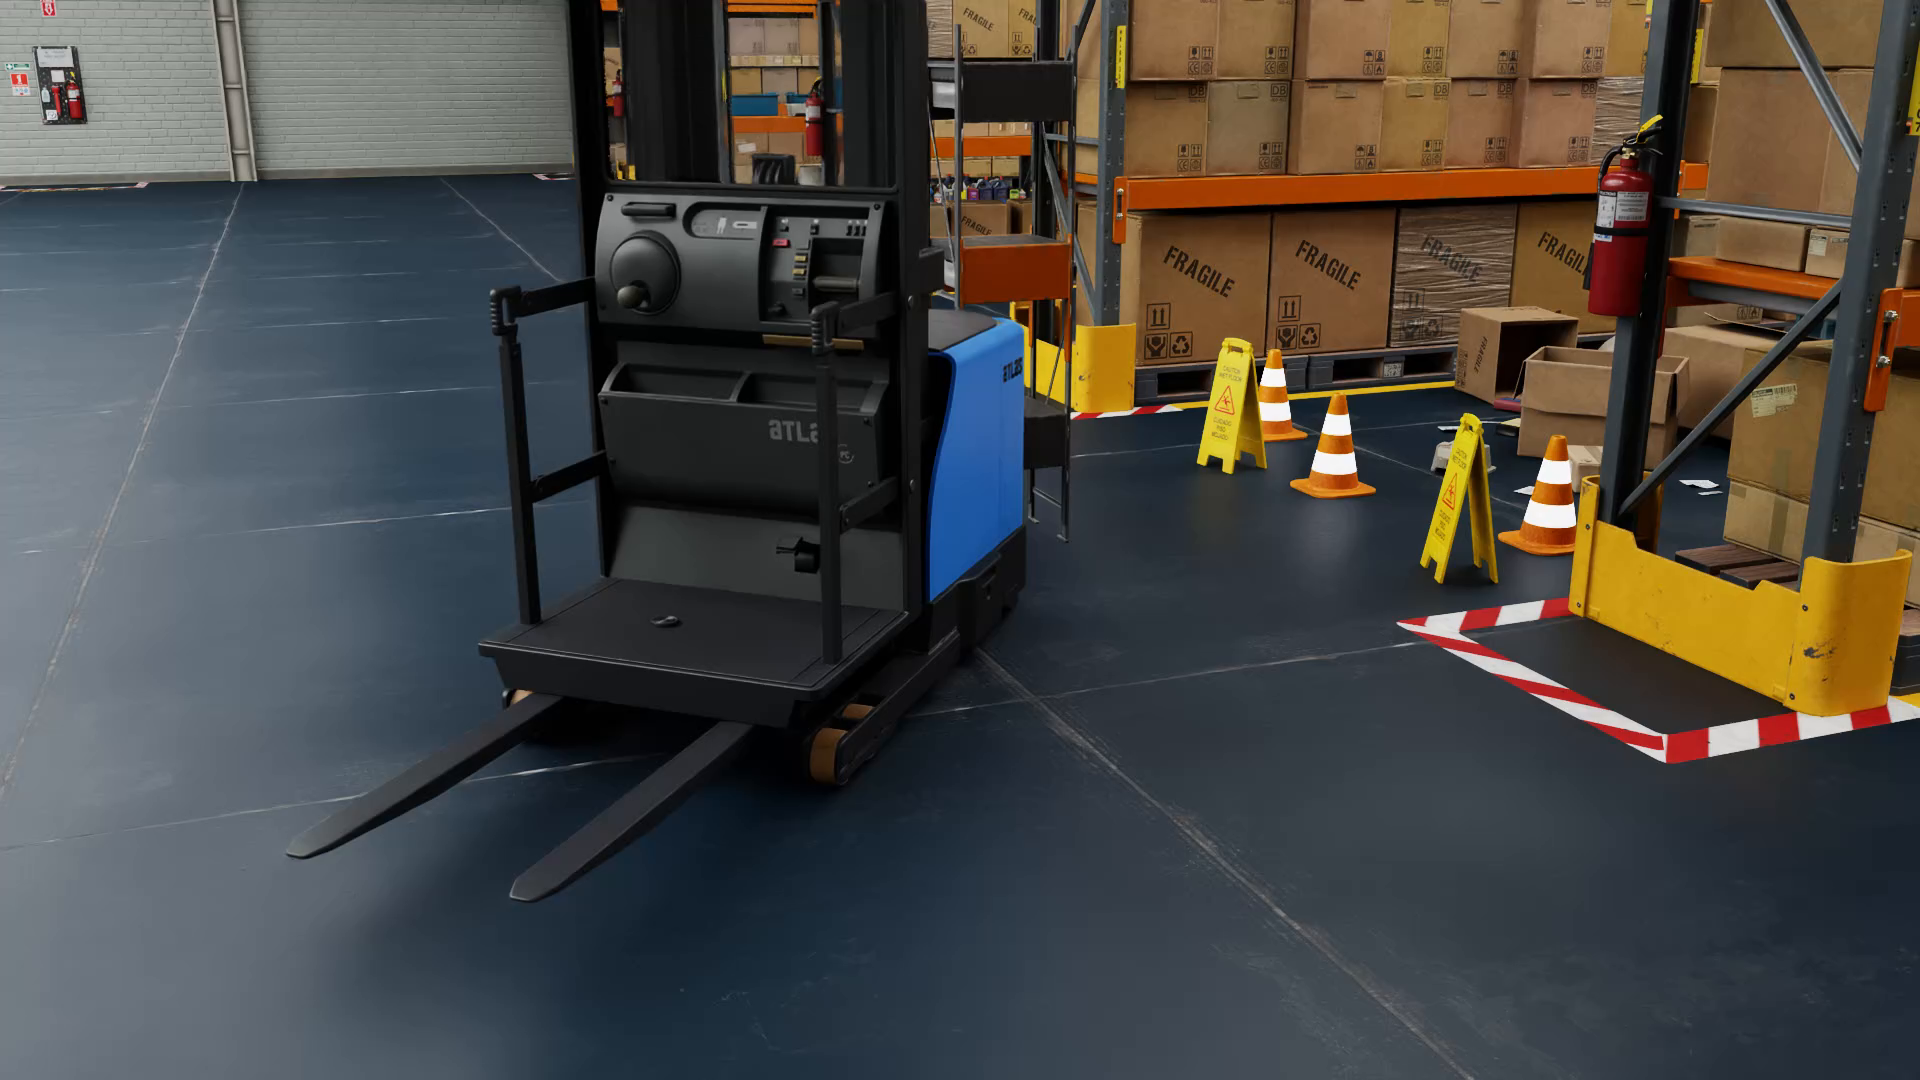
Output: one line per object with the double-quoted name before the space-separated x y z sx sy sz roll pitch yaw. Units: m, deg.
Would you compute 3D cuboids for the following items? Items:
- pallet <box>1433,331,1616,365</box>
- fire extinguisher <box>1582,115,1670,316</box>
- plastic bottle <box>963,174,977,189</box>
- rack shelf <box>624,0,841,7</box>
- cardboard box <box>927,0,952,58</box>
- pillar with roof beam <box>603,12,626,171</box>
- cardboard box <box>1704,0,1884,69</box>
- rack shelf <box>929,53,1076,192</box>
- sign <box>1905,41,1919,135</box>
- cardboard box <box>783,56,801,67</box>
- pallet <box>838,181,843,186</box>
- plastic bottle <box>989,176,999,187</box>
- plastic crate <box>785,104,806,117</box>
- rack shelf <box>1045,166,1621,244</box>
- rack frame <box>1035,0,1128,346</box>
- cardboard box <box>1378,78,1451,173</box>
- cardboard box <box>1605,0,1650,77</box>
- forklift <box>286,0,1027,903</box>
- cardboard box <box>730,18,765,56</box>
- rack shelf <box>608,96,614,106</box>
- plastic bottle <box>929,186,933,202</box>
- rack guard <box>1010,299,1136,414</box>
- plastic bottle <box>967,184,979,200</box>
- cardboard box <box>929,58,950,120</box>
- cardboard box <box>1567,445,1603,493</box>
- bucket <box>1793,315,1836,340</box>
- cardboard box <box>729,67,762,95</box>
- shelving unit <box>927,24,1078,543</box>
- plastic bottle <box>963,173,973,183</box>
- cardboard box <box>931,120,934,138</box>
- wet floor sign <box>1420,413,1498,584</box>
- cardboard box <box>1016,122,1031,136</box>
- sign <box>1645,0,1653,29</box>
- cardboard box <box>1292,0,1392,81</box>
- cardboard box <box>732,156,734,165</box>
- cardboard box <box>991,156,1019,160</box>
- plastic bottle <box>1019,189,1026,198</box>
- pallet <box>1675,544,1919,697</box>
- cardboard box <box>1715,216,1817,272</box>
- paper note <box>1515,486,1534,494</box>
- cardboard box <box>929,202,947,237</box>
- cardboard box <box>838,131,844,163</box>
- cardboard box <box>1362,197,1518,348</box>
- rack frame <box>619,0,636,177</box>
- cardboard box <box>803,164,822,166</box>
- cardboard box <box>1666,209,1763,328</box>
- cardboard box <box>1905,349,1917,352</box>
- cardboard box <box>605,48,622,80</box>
"pallet" 3.683 -1.344 11.301 1.213 0.211 1.003 -6 17 -20
"fire extinguisher" 2.280 -1.115 5.710 0.183 0.674 0.296 -6 17 -20
"plastic bottle" 0.117 -4.287 20.292 0.185 0.351 0.144 -6 17 -20
"rack shelf" -2.668 -7.553 23.447 4.000 0.370 1.077 -6 17 -20
"cardboard box" -0.384 -4.304 13.952 0.500 0.500 0.500 -6 17 -20
"pillar with roof beam" -4.427 -9.604 23.831 0.400 9.000 9.100 -6 17 -20
"cardboard box" 2.950 -1.822 5.500 0.500 0.500 0.700 -7 18 -21
"rack shelf" 0.155 -1.683 6.666 0.480 0.518 0.431 -6 17 -20
"sign" 2.746 -1.315 4.718 0.005 0.325 0.100 -6 17 -20
"cardboard box" -2.411 -6.780 23.536 0.250 0.149 0.380 -6 17 -18
"pallet" -1.558 -5.253 24.612 1.213 0.211 1.003 -6 17 -20
"plastic bottle" 0.418 -4.194 19.977 0.185 0.351 0.144 -6 17 -20
"plastic crate" -1.816 -4.832 18.698 0.250 0.136 0.298 -6 17 -20
"rack shelf" 2.553 -2.191 10.514 4.000 0.370 1.077 -6 17 -20
"rack frame" 0.686 -2.335 9.726 0.127 3.000 1.000 -6 17 -20
"cardboard box" 2.570 -2.605 10.380 0.500 0.550 0.875 -6 17 -20
"cardboard box" 4.064 -3.300 10.830 0.550 0.550 0.875 -6 17 -20
"forklift" -0.732 -0.838 4.748 1.130 2.935 3.031 6 17 19
"cardboard box" -3.086 -7.082 23.411 0.500 0.500 0.700 -6 17 -20
"rack shelf" -4.444 -7.416 28.306 4.000 0.370 1.077 -6 17 -20
"plastic bottle" -0.360 -4.021 19.529 0.097 0.271 0.097 0 16 0
"rack guard" 0.663 -1.133 10.070 0.348 0.500 1.175 -6 17 -20
"plastic bottle" 0.153 -4.077 19.698 0.133 0.283 0.061 -5 17 -16
"cardboard box" -0.471 -3.889 14.313 0.500 0.500 0.875 -6 17 -20
"cardboard box" 3.052 -0.338 7.987 0.250 0.149 0.380 3 17 9
"bucket" 5.119 -1.277 9.234 0.620 0.611 0.726 9 16 -4
"cardboard box" -3.141 -6.451 23.566 0.500 0.500 0.700 -6 17 -20
"shelving unit" 0.155 -1.024 6.859 0.503 2.100 0.431 -6 17 -20
"plastic bottle" 0.066 -4.324 20.421 0.185 0.351 0.144 -6 17 -19
"cardboard box" -0.403 -3.516 14.193 0.250 0.149 0.380 -6 17 -20
"wet floor sign" 1.991 -0.176 6.551 0.232 0.644 0.267 0 16 -1
"cardboard box" 0.522 -3.623 14.559 0.250 0.149 0.380 -6 17 -20
"sign" 2.371 -1.898 5.622 0.005 0.325 0.100 -6 17 -20
"cardboard box" 2.098 -3.053 9.987 0.550 0.550 0.875 -6 17 -20
"cardboard box" -3.489 -5.545 23.462 0.500 0.500 0.500 -6 17 -20
"cardboard box" 0.626 -5.889 24.969 0.500 0.311 0.500 -7 18 -22
"plastic bottle" 0.741 -4.106 19.944 0.097 0.201 0.097 0 16 0
"pallet" 3.394 0.215 5.992 1.213 0.211 1.003 -6 17 -20
"cardboard box" 2.824 -1.016 5.681 0.250 0.149 0.380 -6 17 -18
"paper note" 2.722 -0.237 7.852 0.142 0.019 0.148 -14 21 -39
"cardboard box" -0.406 -2.711 14.697 0.500 0.500 0.500 -3 17 -10
"cardboard box" -1.627 -5.751 24.161 0.500 0.500 0.500 -6 17 -20
"cardboard box" 2.968 -1.783 10.873 0.875 0.875 0.875 -6 17 -20
"rack frame" -4.536 -6.257 23.081 0.127 3.000 1.000 -6 17 -20
"cardboard box" -2.088 -5.336 24.080 0.500 0.250 0.500 -6 17 -20
"cardboard box" 4.968 -1.947 11.651 0.750 0.750 1.050 -6 17 -20
"cardboard box" 3.692 -0.488 6.239 0.500 0.500 0.500 -5 17 -18
"cardboard box" -5.759 -7.826 27.326 0.500 0.500 0.500 -6 17 -20
